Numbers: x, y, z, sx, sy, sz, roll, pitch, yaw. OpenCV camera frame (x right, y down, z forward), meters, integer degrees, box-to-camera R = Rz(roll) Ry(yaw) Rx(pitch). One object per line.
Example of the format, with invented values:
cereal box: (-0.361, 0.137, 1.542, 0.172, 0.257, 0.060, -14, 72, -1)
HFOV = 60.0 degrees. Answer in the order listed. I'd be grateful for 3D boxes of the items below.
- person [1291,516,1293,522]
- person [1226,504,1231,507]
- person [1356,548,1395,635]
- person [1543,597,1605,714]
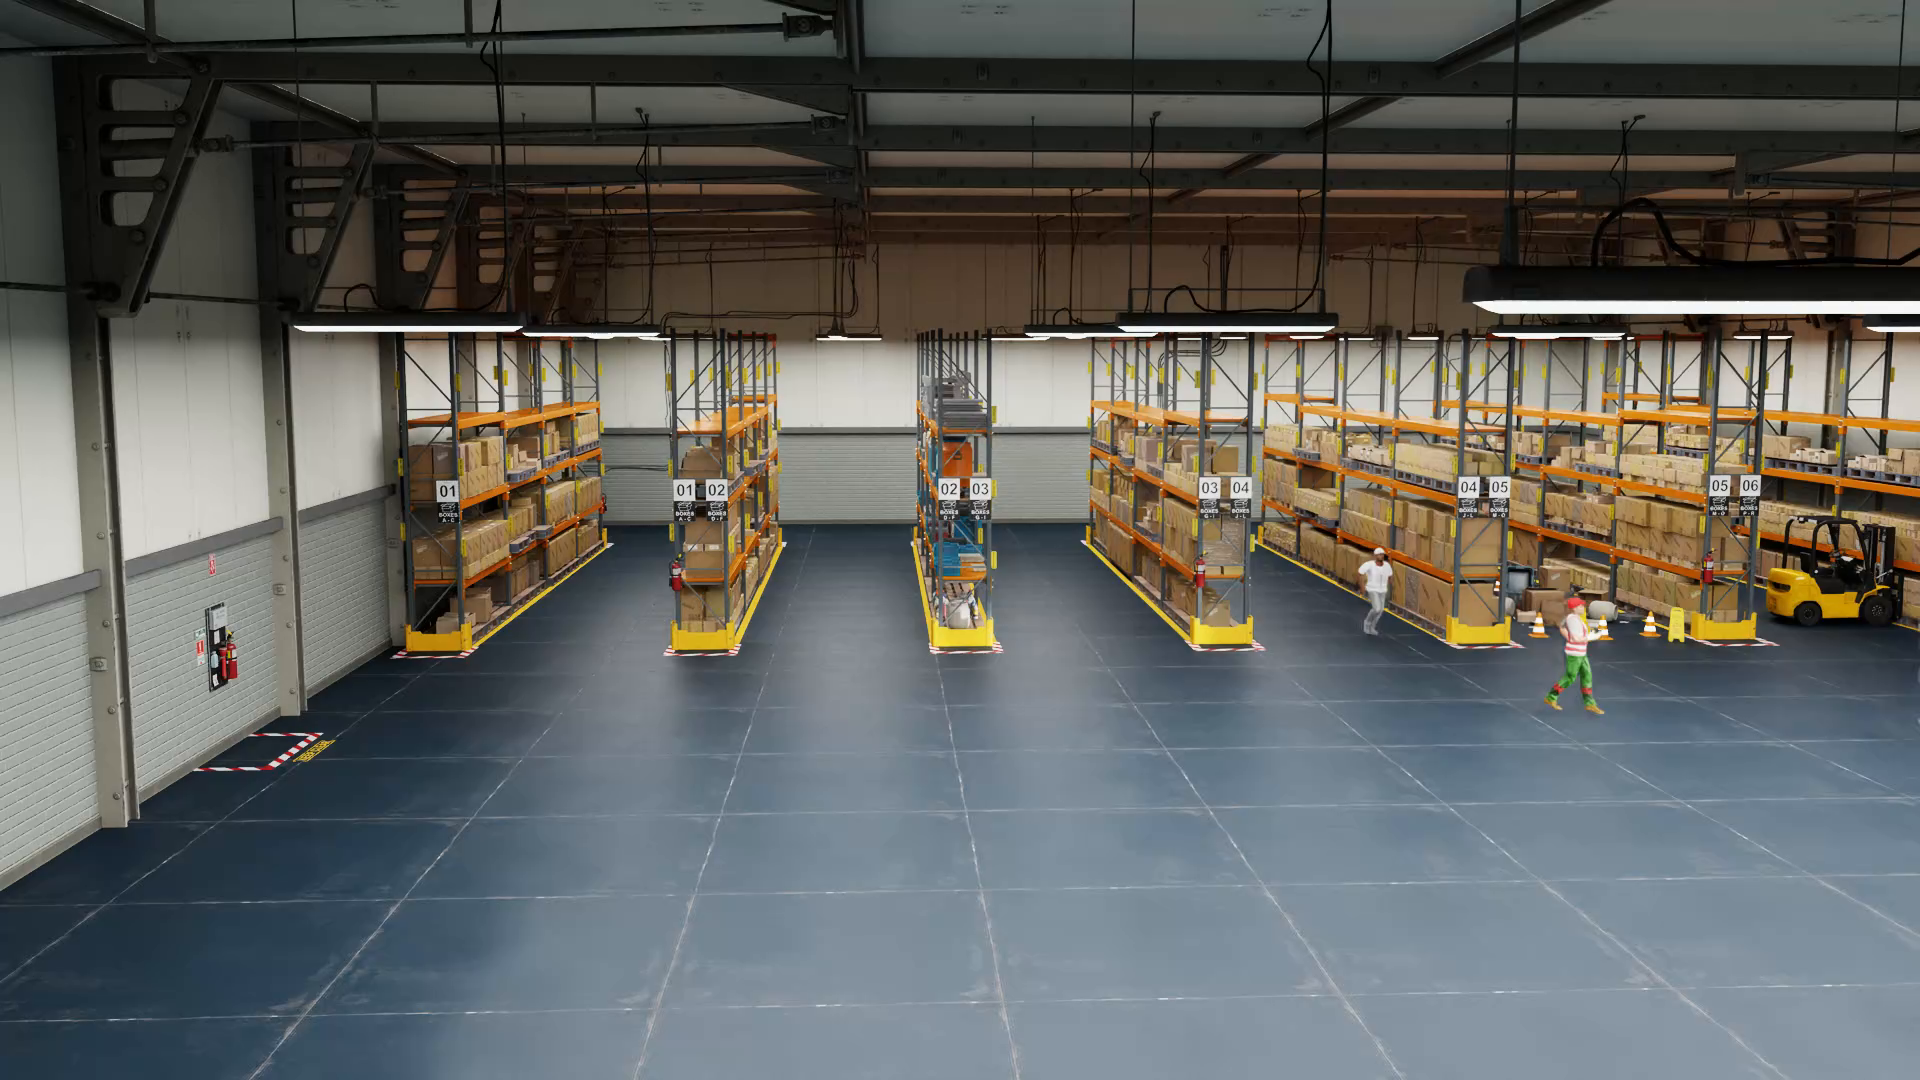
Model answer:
person: (9.989, -0.840, 49.184, 0.569, 1.643, 0.796, 5, 8, 36)
person: (7.456, -0.703, 47.696, 0.667, 1.636, 0.558, 2, 7, 18)
person: (8.216, 1.013, 32.663, 0.703, 1.725, 0.609, -2, 7, -18)
person: (9.513, 1.779, 25.670, 0.899, 1.800, 0.645, 3, 7, 26)
